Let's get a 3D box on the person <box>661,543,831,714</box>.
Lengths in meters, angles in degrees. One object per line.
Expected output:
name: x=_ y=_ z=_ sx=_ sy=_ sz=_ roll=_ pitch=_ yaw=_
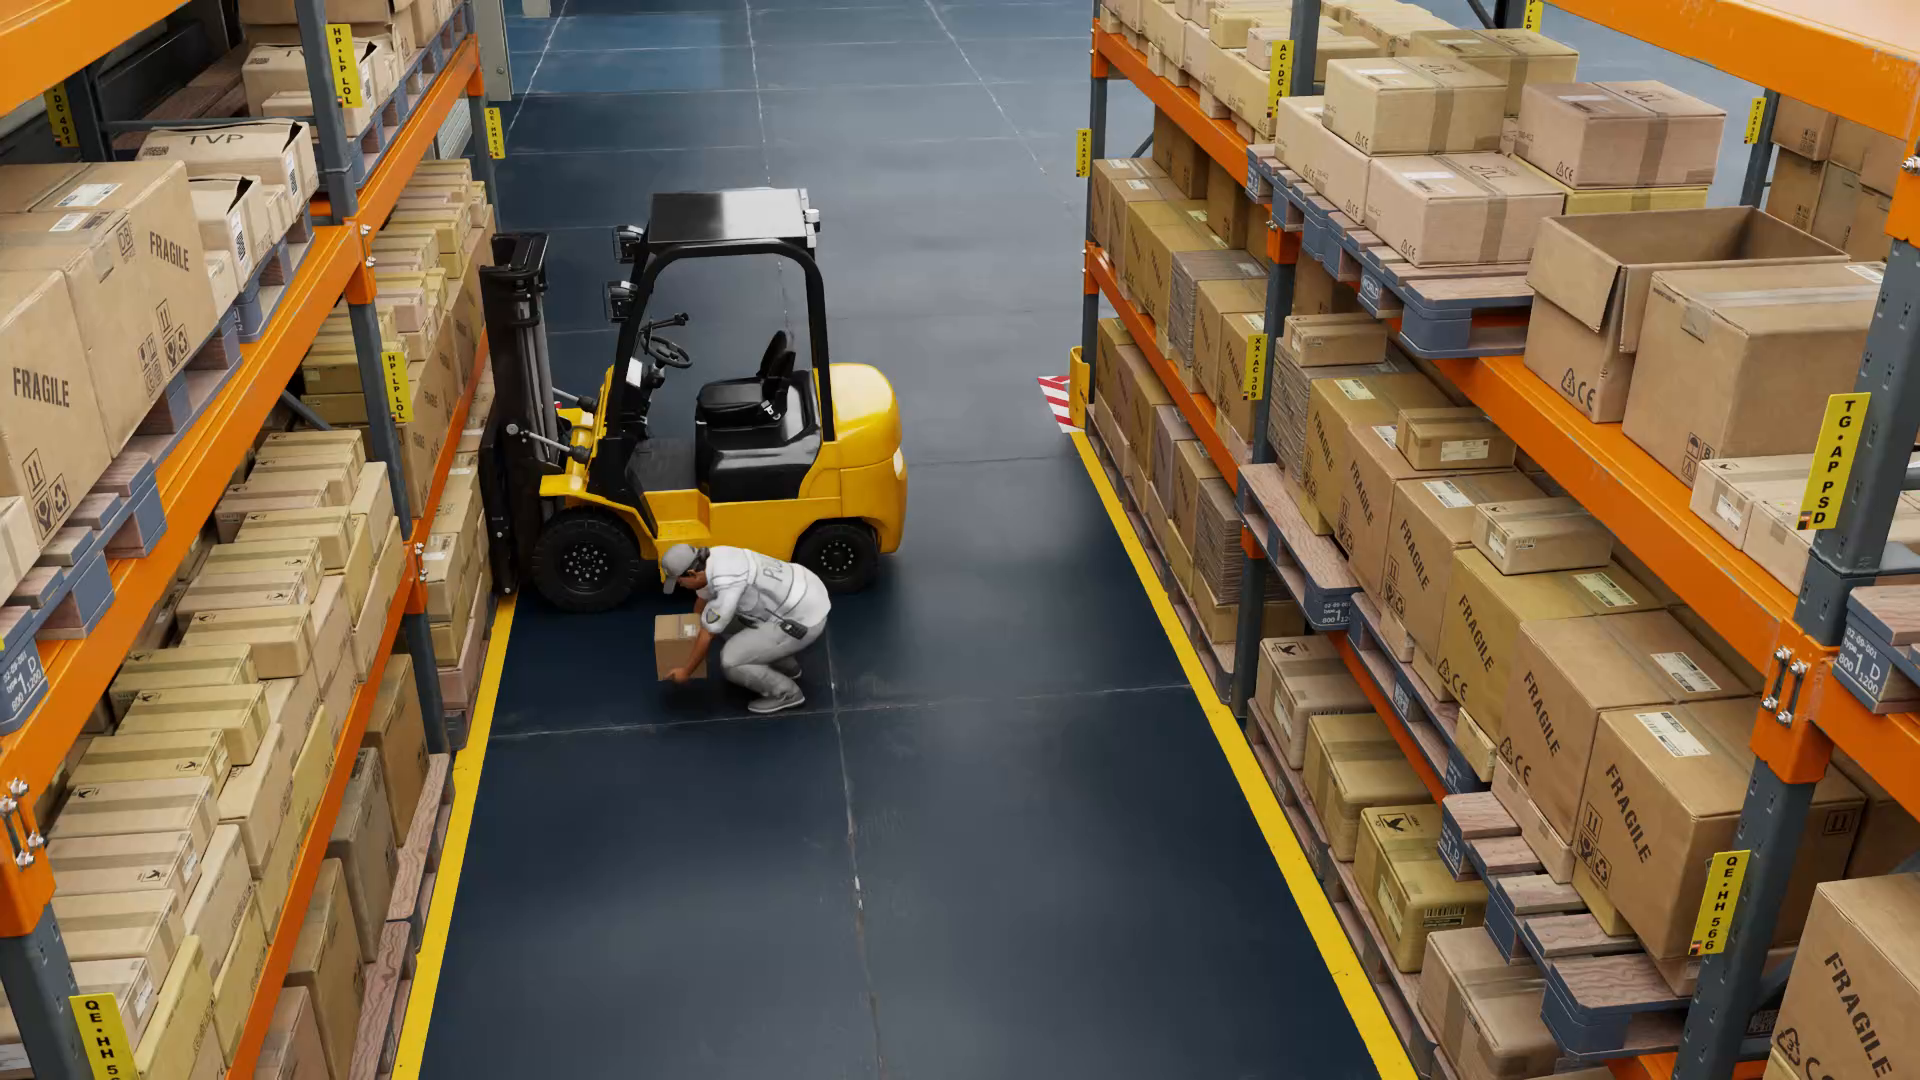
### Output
person: x=-1.107 y=0.407 z=8.622 sx=0.873 sy=0.951 sz=0.508 roll=-4 pitch=28 yaw=-8
